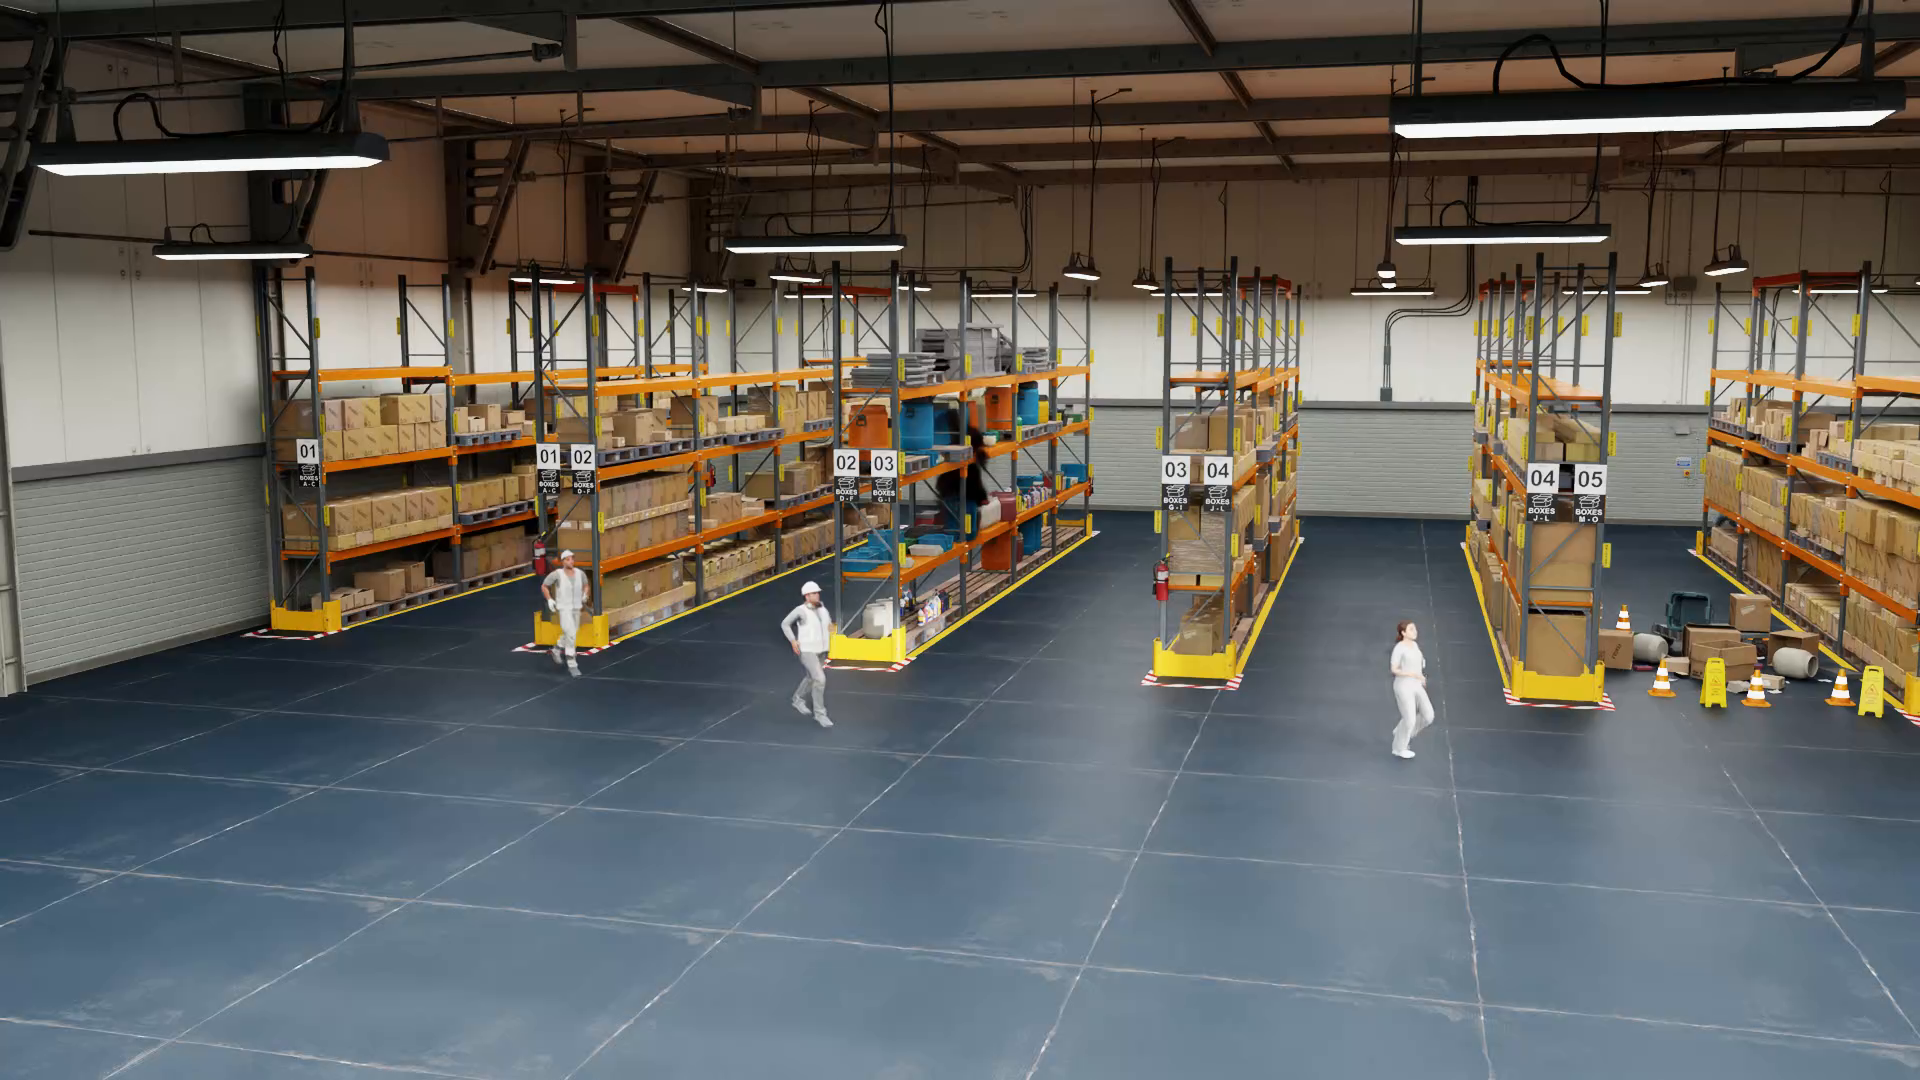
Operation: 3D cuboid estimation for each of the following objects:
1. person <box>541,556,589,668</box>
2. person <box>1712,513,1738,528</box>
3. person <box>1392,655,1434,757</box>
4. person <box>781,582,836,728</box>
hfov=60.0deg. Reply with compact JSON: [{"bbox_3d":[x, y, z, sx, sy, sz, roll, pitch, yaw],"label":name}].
[{"bbox_3d":[-5.753,1.000,24.305,0.746,1.647,0.664,7,10,44],"label":"person"},{"bbox_3d":[17.616,-0.716,38.006,0.755,1.617,0.753,5,9,37],"label":"person"},{"bbox_3d":[5.250,1.939,19.428,0.352,1.214,0.504,-5,9,-37],"label":"person"},{"bbox_3d":[-1.885,1.435,21.185,0.825,1.822,0.633,5,9,36],"label":"person"}]
